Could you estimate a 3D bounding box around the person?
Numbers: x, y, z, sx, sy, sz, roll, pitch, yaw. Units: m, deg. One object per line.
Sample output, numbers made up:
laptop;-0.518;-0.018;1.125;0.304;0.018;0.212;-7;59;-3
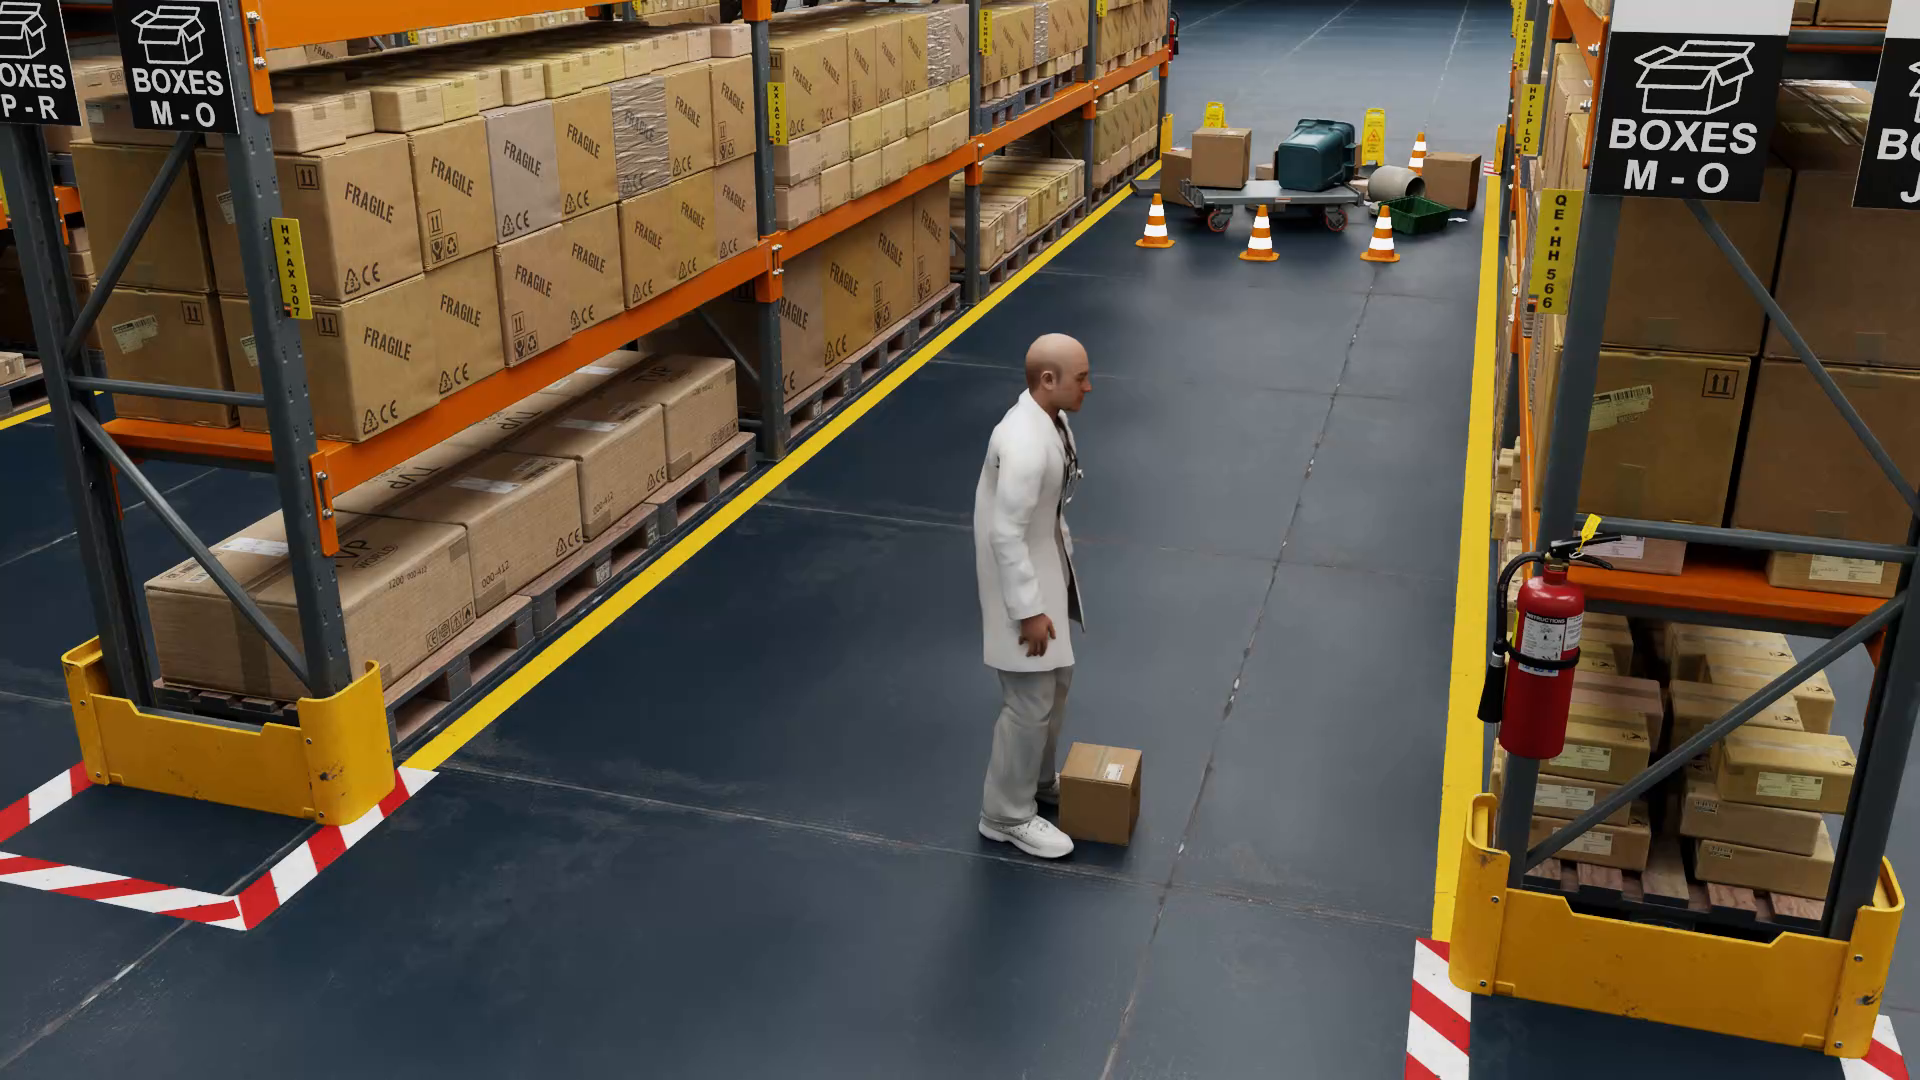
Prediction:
person;7.644;-1.401;9.631;12.570;1.770;12.570;5;22;14
